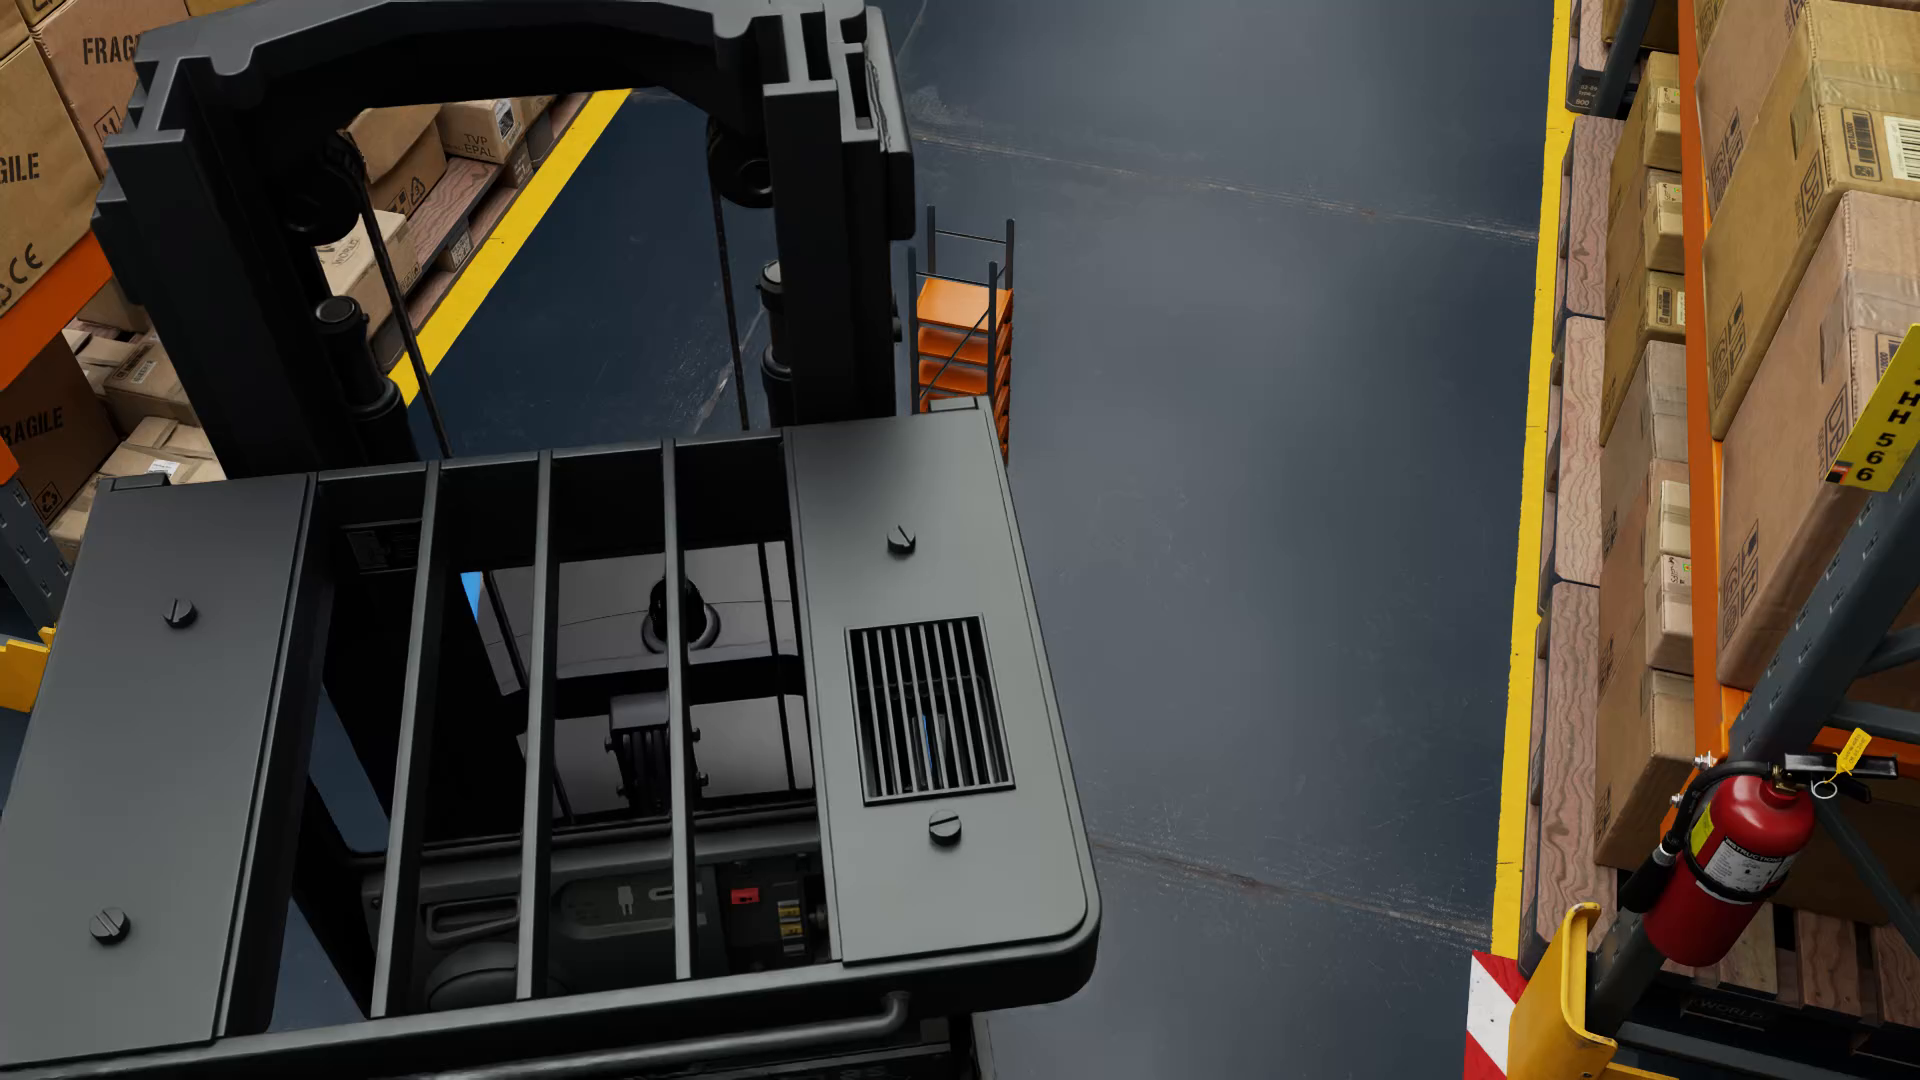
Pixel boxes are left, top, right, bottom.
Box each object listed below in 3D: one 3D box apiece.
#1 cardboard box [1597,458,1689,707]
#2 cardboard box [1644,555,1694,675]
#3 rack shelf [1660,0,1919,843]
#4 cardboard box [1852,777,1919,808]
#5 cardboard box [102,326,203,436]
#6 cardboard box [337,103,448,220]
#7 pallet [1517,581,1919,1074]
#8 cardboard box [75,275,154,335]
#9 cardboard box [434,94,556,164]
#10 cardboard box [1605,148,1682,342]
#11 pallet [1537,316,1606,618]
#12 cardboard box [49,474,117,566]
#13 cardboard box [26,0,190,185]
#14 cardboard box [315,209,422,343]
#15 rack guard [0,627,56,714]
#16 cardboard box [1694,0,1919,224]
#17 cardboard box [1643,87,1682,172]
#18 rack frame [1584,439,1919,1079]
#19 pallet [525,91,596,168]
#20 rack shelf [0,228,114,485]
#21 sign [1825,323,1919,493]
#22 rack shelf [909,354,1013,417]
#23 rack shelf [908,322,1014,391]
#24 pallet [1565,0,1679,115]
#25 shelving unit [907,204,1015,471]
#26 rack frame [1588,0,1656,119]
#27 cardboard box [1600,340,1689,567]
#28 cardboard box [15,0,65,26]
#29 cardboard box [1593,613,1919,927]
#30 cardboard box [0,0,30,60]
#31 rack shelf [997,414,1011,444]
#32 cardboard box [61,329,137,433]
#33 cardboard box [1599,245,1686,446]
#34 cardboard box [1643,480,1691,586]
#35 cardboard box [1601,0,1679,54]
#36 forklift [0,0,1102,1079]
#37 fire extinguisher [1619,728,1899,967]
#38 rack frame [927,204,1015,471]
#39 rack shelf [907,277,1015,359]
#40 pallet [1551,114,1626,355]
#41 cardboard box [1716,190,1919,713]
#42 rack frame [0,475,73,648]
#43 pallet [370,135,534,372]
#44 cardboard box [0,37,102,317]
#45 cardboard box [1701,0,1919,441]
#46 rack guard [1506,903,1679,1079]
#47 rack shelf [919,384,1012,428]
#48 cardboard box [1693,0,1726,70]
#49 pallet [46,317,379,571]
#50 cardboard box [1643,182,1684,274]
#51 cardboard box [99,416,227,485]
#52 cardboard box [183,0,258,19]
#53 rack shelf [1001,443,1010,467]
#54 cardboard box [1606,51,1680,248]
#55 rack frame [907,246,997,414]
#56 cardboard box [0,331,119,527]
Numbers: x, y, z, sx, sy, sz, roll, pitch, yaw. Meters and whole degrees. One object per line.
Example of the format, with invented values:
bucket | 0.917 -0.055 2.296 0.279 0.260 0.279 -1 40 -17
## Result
cardboard box | 2.148 0.187 4.471 0.700 0.500 0.500 11 50 10
cardboard box | 1.875 0.206 4.022 0.380 0.149 0.250 11 49 10
rack shelf | 2.455 -0.821 4.454 1.077 0.370 4.000 12 50 10
cardboard box | 2.177 0.465 3.794 0.380 0.149 0.250 12 50 10
cardboard box | -2.303 -0.522 5.251 0.500 0.250 0.500 12 50 10
cardboard box | -2.288 -1.441 5.892 0.797 0.503 0.637 12 50 10
pallet | 2.064 0.716 4.477 1.003 0.211 1.213 12 50 10
cardboard box | -2.667 -0.947 5.625 0.500 0.250 0.500 12 50 10
cardboard box | -1.872 -1.726 6.273 0.500 0.311 0.500 12 50 10
cardboard box | 2.551 -0.934 5.461 0.700 0.500 0.500 11 50 10
pallet | 2.387 -0.164 5.254 1.003 0.211 1.213 12 50 10
cardboard box | -2.409 -0.025 4.879 0.380 0.149 0.250 12 50 10
cardboard box | -2.349 -1.264 4.298 0.500 0.500 0.500 11 50 10
cardboard box | -2.171 -0.884 5.570 0.500 0.250 0.500 12 50 10
rack guard | -2.831 0.185 4.754 1.175 0.500 0.348 12 50 10
cardboard box | 2.444 -1.161 4.074 0.980 0.700 0.700 9 49 8
cardboard box | 2.420 -1.300 5.351 0.380 0.149 0.250 13 50 11
rack frame | 1.929 0.387 2.908 1.000 3.000 0.127 12 50 10
pallet | -1.980 -2.062 6.929 1.003 0.211 1.213 12 50 10
rack shelf | -2.325 -1.796 5.314 1.077 0.370 4.000 12 50 10
sign | 1.409 -0.191 2.488 0.100 0.325 0.005 12 50 10
rack shelf | 0.004 -0.458 4.753 0.258 0.103 0.180 12 50 10
rack shelf | 0.004 -0.537 4.663 0.258 0.103 0.180 12 50 10
pallet | 3.112 -2.156 7.012 1.003 0.211 1.213 12 50 10
shelving unit | 0.004 -0.408 4.809 0.258 1.200 0.189 12 50 10
rack frame | 2.982 -2.506 5.461 1.000 3.000 0.127 12 50 10
cardboard box | 2.280 -0.177 4.792 0.700 0.500 0.500 10 49 9
cardboard box | -2.350 -1.600 3.928 0.500 0.500 0.500 12 50 10
cardboard box | 2.017 0.549 4.152 0.700 0.500 0.500 12 50 10
cardboard box | -2.480 -1.221 3.593 0.500 0.500 0.500 13 50 11
rack shelf | 0.004 -0.299 4.933 0.258 0.103 0.180 12 50 10
cardboard box | -2.752 -0.513 5.298 0.380 0.166 0.250 12 50 10
cardboard box | 2.413 -0.564 5.134 0.700 0.500 0.500 13 50 11
cardboard box | 1.941 0.021 4.185 0.380 0.149 0.250 13 50 11
cardboard box | 3.027 -2.430 6.547 0.750 0.750 0.750 12 50 10
forklift | -0.456 0.778 2.608 1.130 2.935 3.031 -6 49 -5
fire extinguisher | 1.444 0.554 3.061 0.296 0.674 0.183 12 50 10
rack frame | 0.028 -0.474 4.868 0.240 1.200 0.006 12 50 10
rack shelf | 0.004 -0.616 4.573 0.258 0.103 0.180 12 50 10
pallet | 2.706 -1.049 6.035 1.003 0.211 1.213 12 50 10
cardboard box | 2.054 -0.083 3.122 0.980 0.700 0.700 14 50 12
rack frame | -2.851 -0.588 3.768 1.000 3.000 0.127 12 50 10
pallet | -2.299 -1.176 6.148 1.003 0.211 1.213 12 50 10
cardboard box | -2.480 -0.890 3.968 0.500 0.500 0.500 13 50 11
cardboard box | 2.234 -0.611 3.589 0.980 0.700 0.700 11 50 10
rack guard | 1.923 1.232 3.829 1.175 0.500 0.348 12 50 10
rack shelf | 0.004 -0.378 4.843 0.258 0.103 0.180 12 50 10
cardboard box | 2.626 -1.689 4.540 0.980 0.700 0.700 10 49 9
pallet | -2.622 -0.297 5.371 1.003 0.211 1.213 12 50 10
cardboard box | 2.283 -0.923 5.018 0.380 0.149 0.250 10 49 9
cardboard box | -2.344 -0.212 5.032 0.380 0.166 0.250 12 50 10
cardboard box | -2.214 -1.626 4.618 0.500 0.500 0.500 11 50 10
rack shelf | 0.004 -0.219 5.023 0.258 0.103 0.180 12 50 10
cardboard box | 2.686 -1.297 5.781 0.700 0.500 0.500 12 50 11
rack frame | -0.020 -0.341 4.751 0.240 1.200 0.006 12 50 10
cardboard box | -2.946 -0.348 4.930 0.500 0.500 0.500 12 50 10
